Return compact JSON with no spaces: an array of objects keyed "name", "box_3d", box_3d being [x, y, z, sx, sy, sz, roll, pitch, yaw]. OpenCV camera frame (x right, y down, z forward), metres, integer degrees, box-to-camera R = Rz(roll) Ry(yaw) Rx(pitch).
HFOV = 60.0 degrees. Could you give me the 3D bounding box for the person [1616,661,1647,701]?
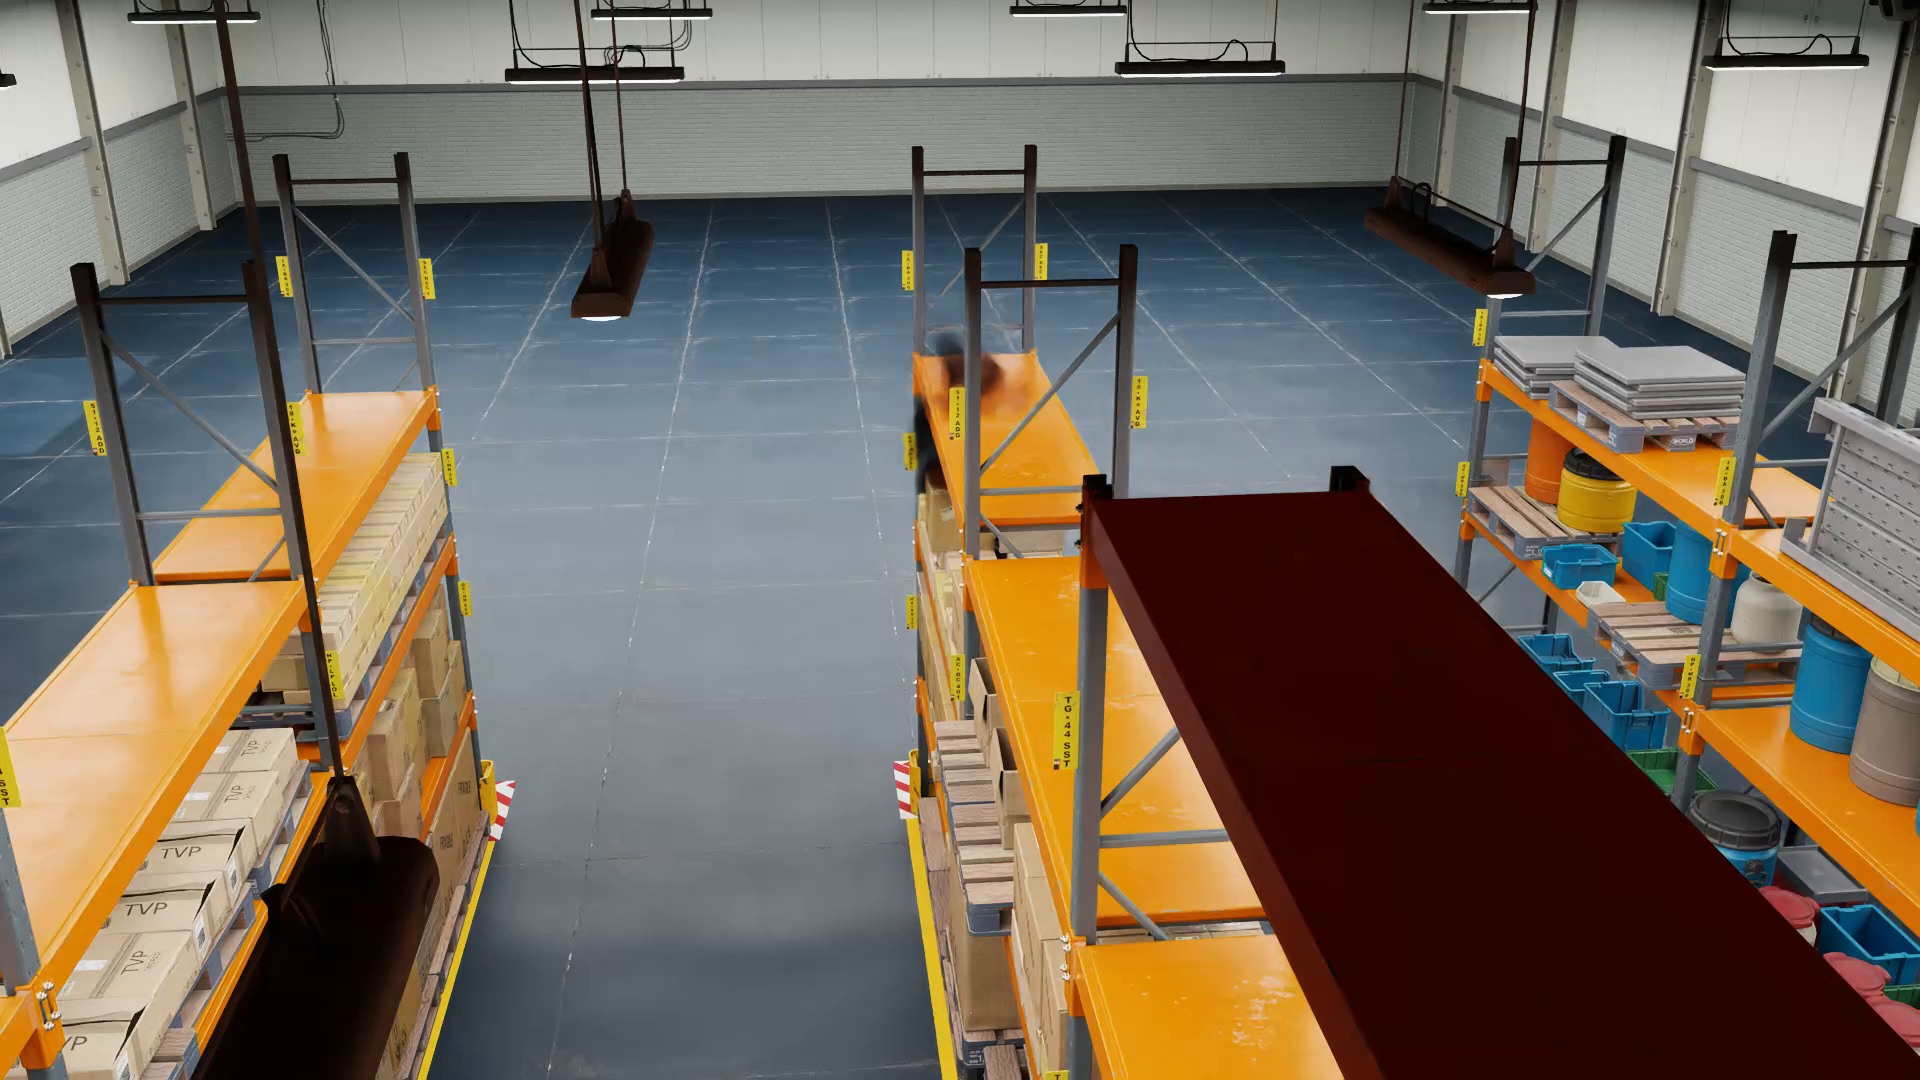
[{"name":"person","box_3d":[6.553,1.253,16.141,0.680,1.771,0.946,-7,23,-16]}]
